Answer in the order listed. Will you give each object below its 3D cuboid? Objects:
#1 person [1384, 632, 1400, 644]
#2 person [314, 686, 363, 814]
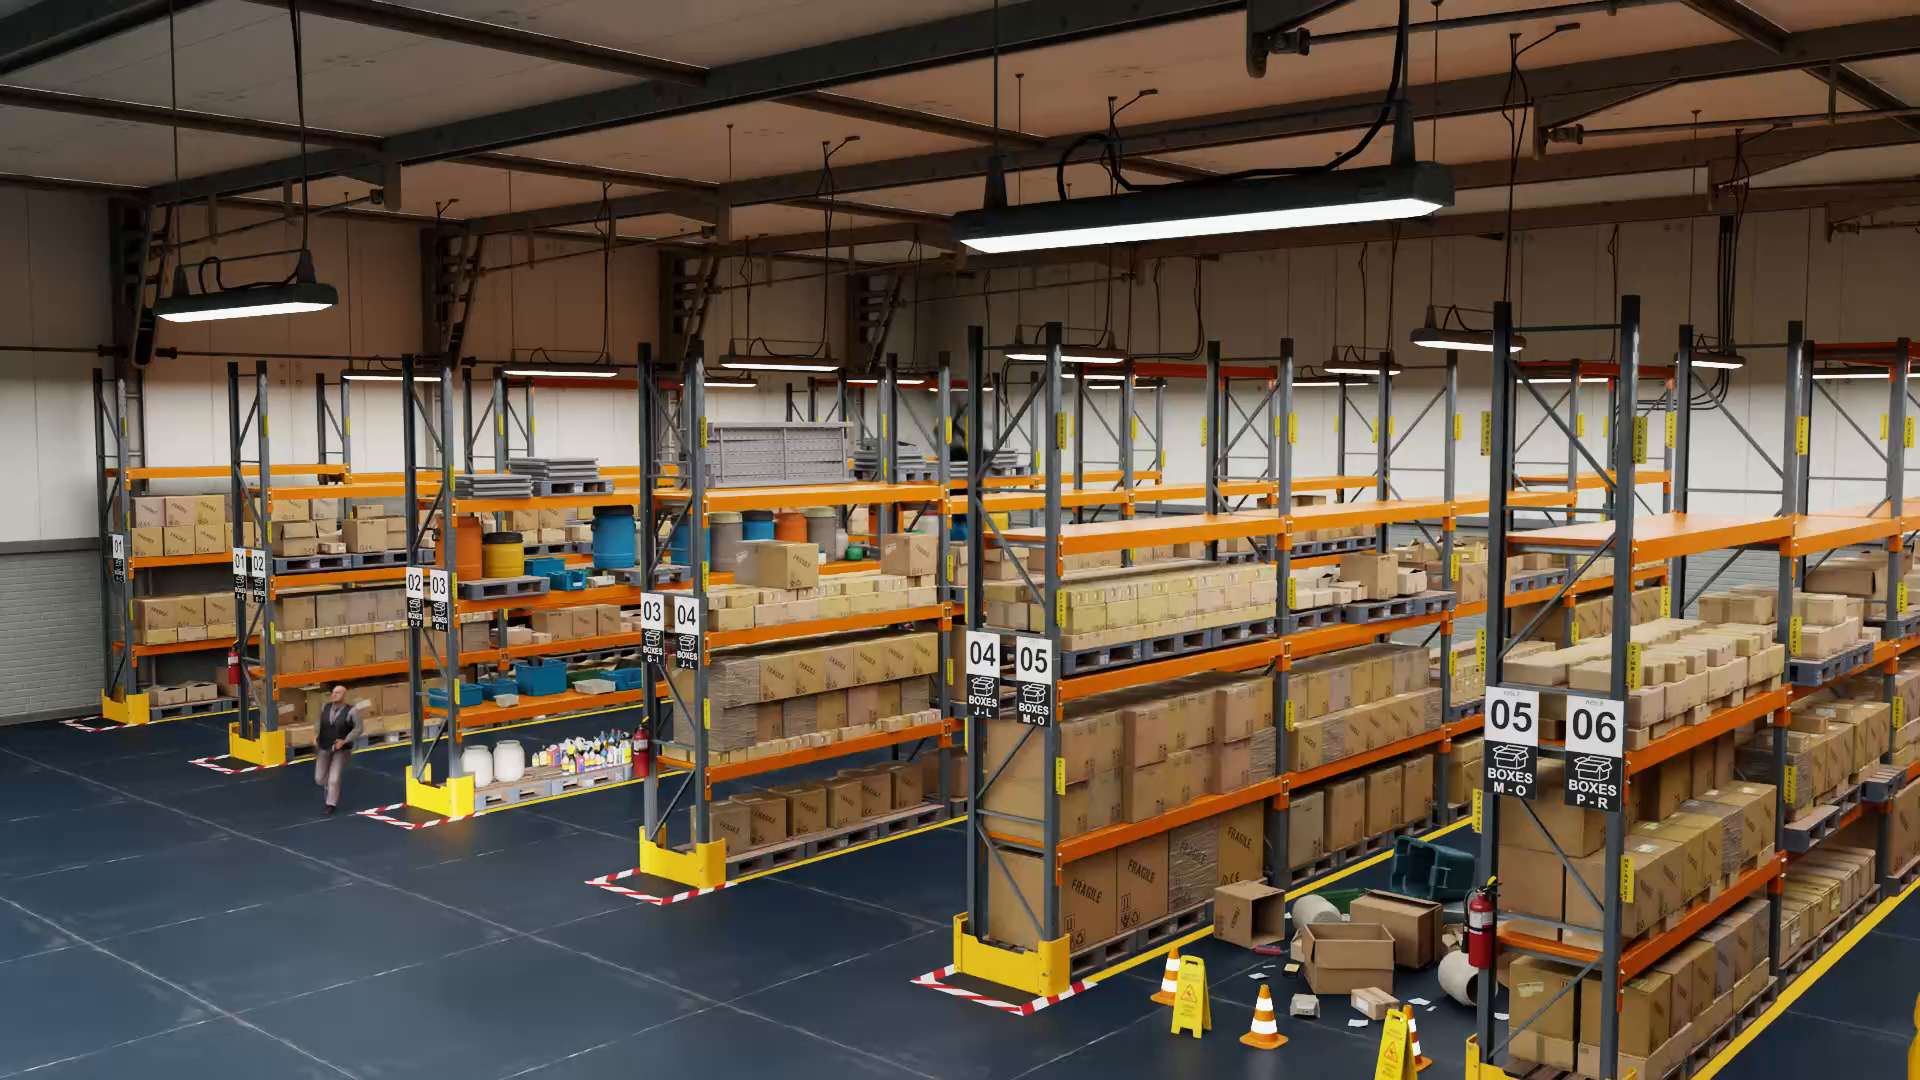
[{"bbox_3d":[7.058,2.269,27.590,0.648,1.729,0.660,3,5,38],"label":"person"},{"bbox_3d":[-8.147,2.734,21.826,0.668,1.676,0.553,0,4,4],"label":"person"}]
